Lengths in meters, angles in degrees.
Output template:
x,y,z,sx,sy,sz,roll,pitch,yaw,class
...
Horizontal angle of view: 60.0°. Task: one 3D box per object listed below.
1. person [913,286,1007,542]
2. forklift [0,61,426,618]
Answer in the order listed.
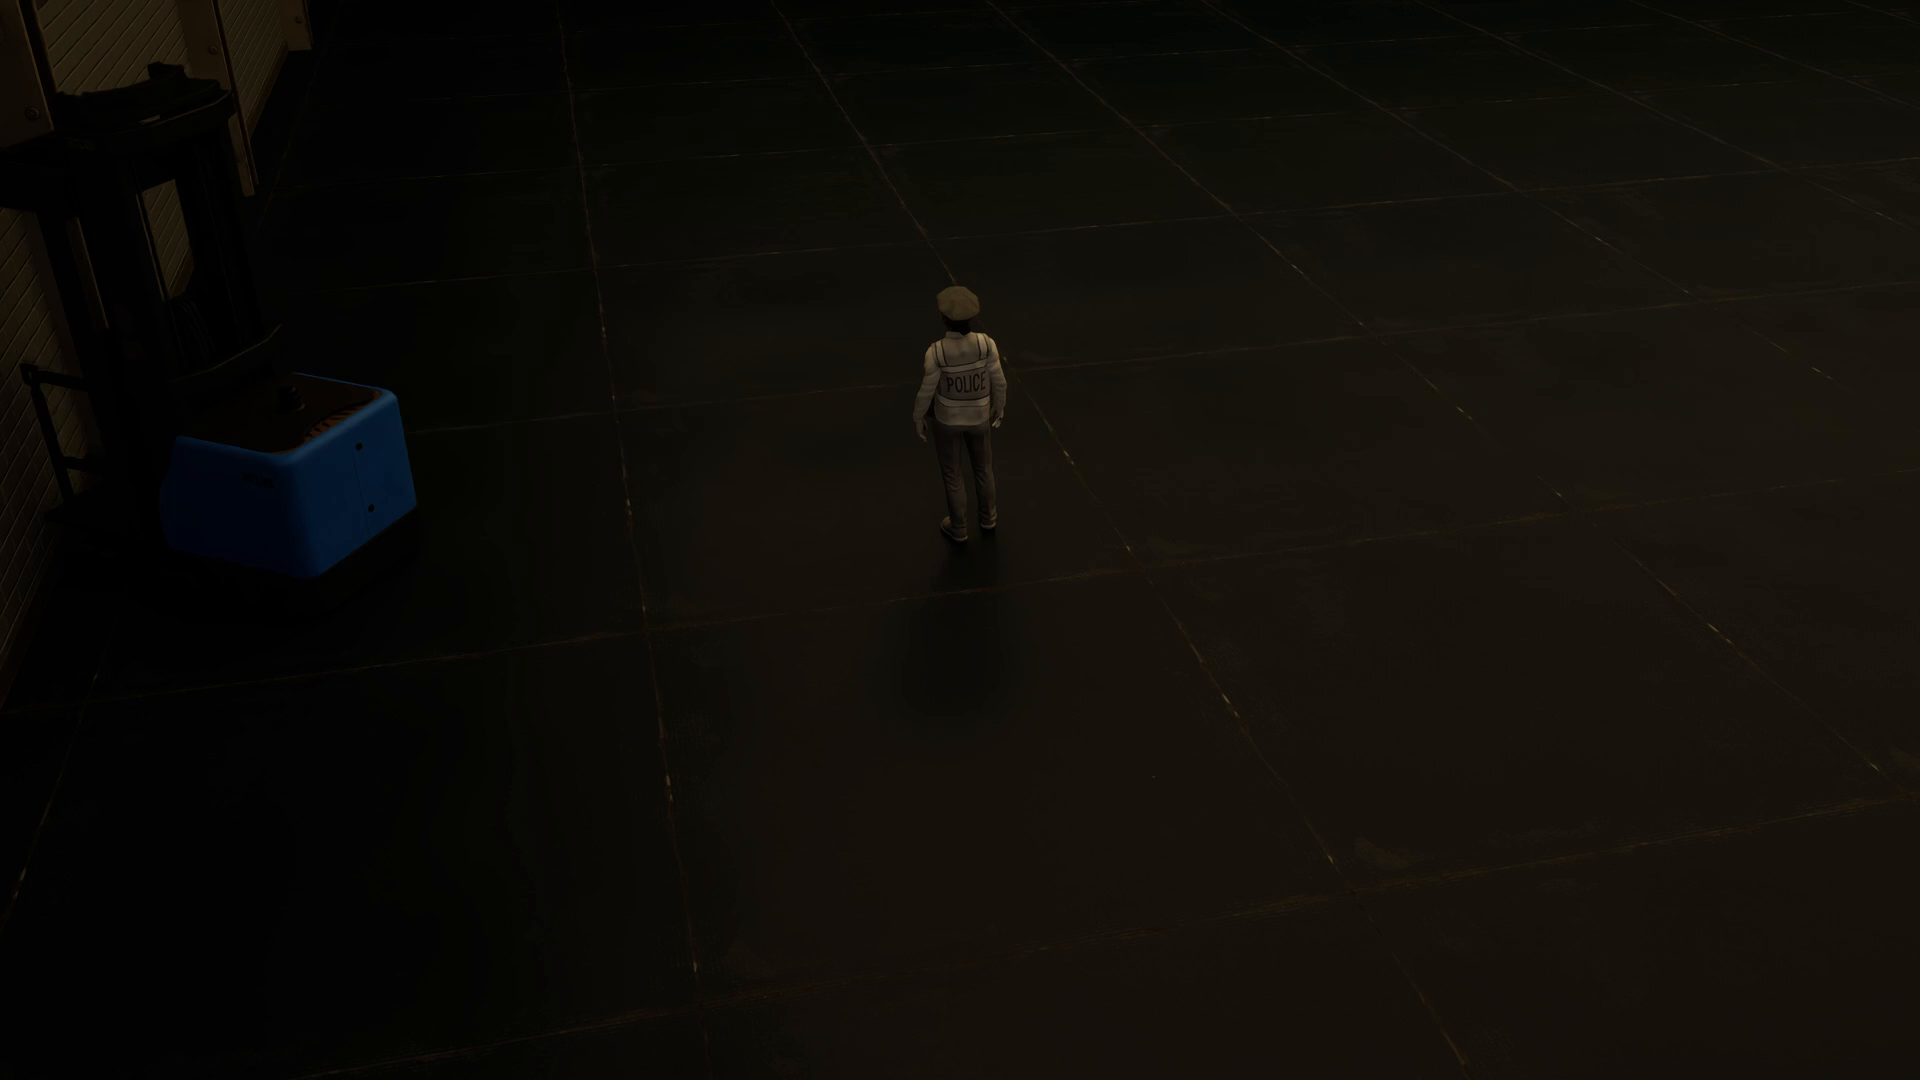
x,y,z,sx,sy,sz,roll,pitch,yaw,class
-0.009,-0.774,10.131,0.586,1.694,0.530,-7,31,-12,person
-4.905,-1.275,9.777,3.031,2.935,1.130,11,32,18,forklift
